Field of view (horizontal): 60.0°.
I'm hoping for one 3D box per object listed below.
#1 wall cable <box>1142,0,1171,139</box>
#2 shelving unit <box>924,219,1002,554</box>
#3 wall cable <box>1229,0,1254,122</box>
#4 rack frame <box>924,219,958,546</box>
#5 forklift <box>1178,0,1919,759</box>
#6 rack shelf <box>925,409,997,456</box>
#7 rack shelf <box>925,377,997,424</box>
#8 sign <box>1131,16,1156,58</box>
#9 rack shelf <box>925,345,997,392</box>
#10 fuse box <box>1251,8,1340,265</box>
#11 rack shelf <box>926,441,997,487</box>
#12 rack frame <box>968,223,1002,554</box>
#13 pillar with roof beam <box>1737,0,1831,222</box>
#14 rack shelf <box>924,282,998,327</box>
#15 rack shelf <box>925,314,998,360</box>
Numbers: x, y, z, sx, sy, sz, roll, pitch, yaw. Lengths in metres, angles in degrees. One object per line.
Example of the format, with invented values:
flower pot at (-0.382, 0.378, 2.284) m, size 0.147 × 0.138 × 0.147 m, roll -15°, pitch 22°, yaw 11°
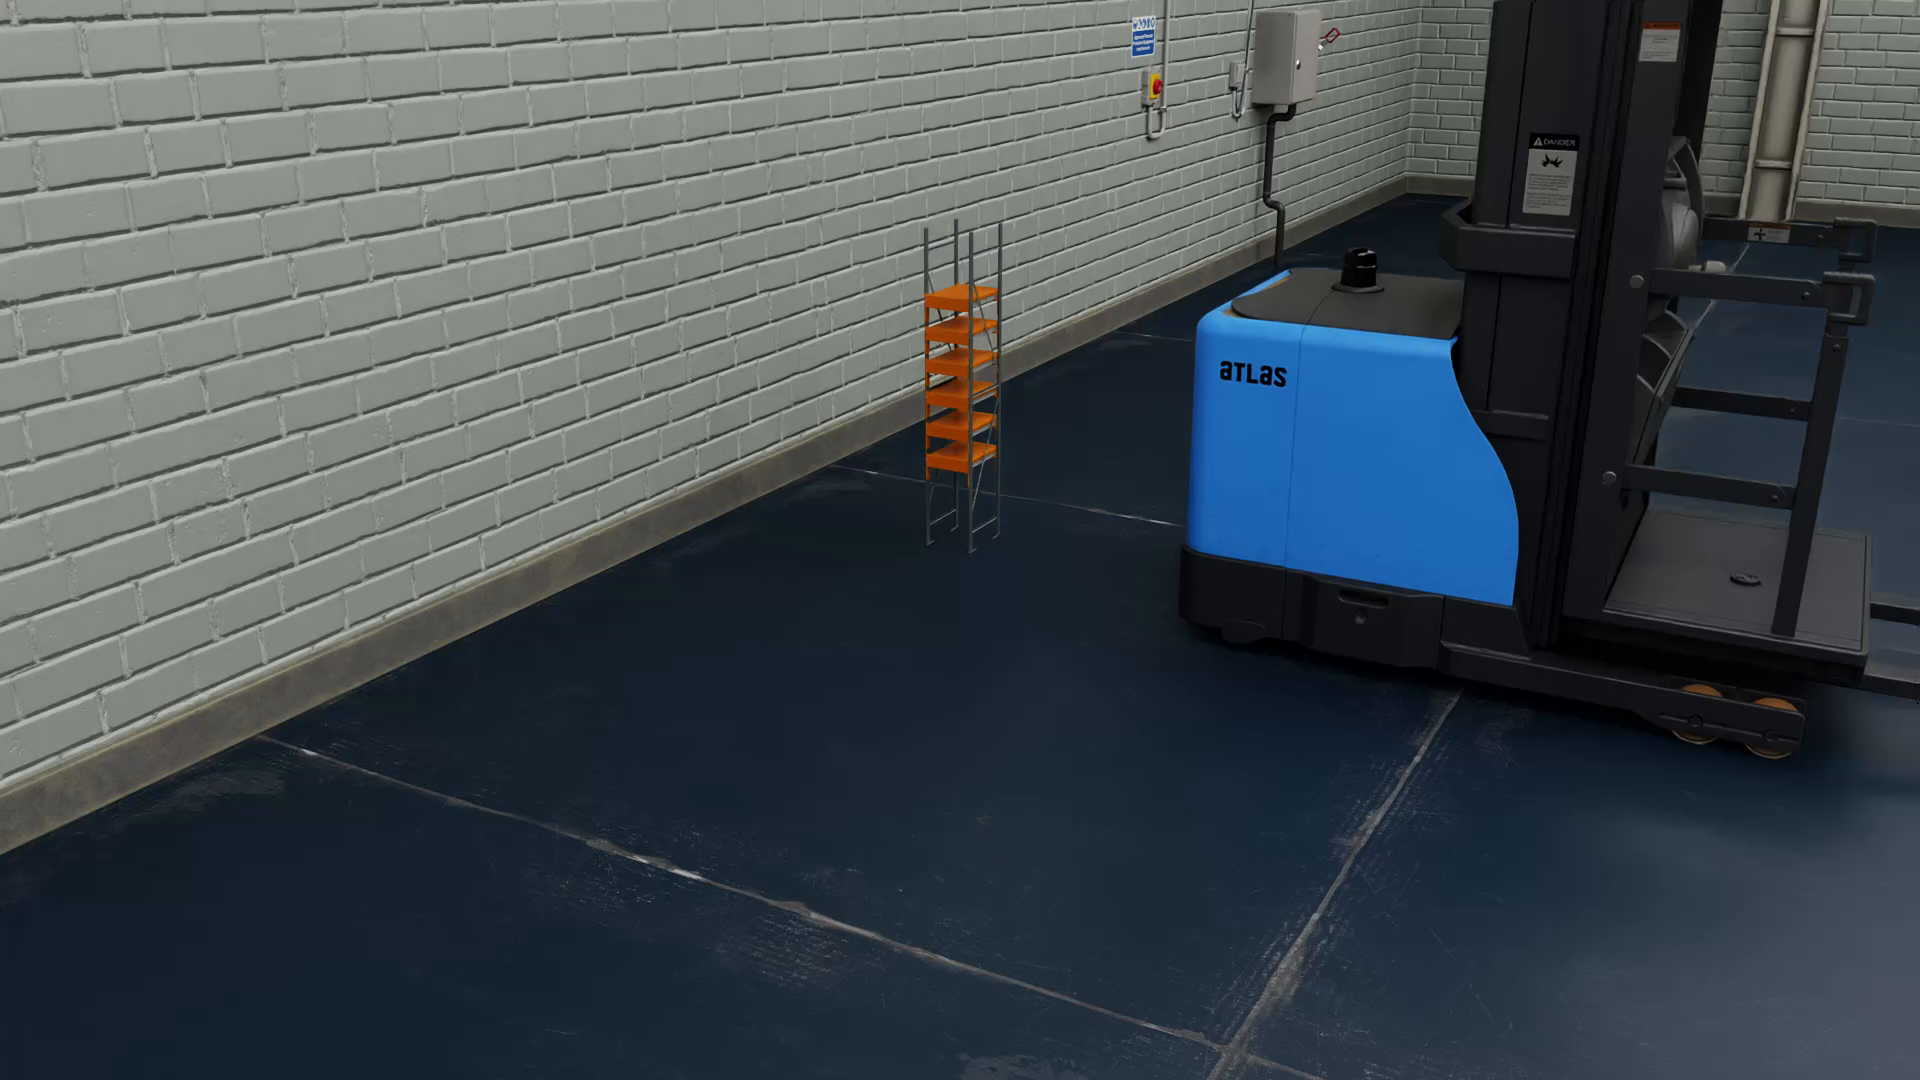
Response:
wall cable at (1.126, -3.246, 9.379) m, size 0.123 × 1.953 × 0.585 m, roll 11°, pitch 23°, yaw 27°
shelving unit at (0.013, -0.562, 6.154) m, size 0.189 × 1.200 × 0.258 m, roll 11°, pitch 23°, yaw 27°
wall cable at (1.807, -3.655, 10.554) m, size 0.122 × 1.984 × 0.588 m, roll 11°, pitch 23°, yaw 27°
rack frame at (-0.067, -0.577, 6.196) m, size 0.006 × 1.200 × 0.240 m, roll 11°, pitch 23°, yaw 27°
forklift at (2.268, -0.970, 4.742) m, size 3.031 × 2.935 × 1.130 m, roll 10°, pitch 22°, yaw 26°
rack shelf at (0.013, -0.407, 6.210) m, size 0.180 × 0.103 × 0.258 m, roll 11°, pitch 23°, yaw 27°
rack shelf at (0.013, -0.520, 6.169) m, size 0.180 × 0.103 × 0.258 m, roll 11°, pitch 23°, yaw 27°
sign at (1.049, -2.877, 9.500) m, size 0.001 × 0.218 × 0.327 m, roll 11°, pitch 23°, yaw 27°
rack shelf at (0.013, -0.633, 6.128) m, size 0.180 × 0.103 × 0.258 m, roll 11°, pitch 23°, yaw 27°
fuse box at (2.278, -2.749, 11.434) m, size 0.414 × 1.711 × 0.539 m, roll 11°, pitch 23°, yaw 27°
rack shelf at (0.013, -0.294, 6.251) m, size 0.180 × 0.103 × 0.258 m, roll 11°, pitch 23°, yaw 27°
rack frame at (0.093, -0.546, 6.112) m, size 0.006 × 1.200 × 0.240 m, roll 11°, pitch 23°, yaw 27°
pillar with roof beam at (4.464, -5.557, 8.487) m, size 0.400 × 9.000 × 9.100 m, roll 11°, pitch 23°, yaw 27°
rack shelf at (0.013, -0.858, 6.046) m, size 0.180 × 0.103 × 0.258 m, roll 11°, pitch 23°, yaw 27°
rack shelf at (0.013, -0.745, 6.087) m, size 0.180 × 0.103 × 0.258 m, roll 11°, pitch 23°, yaw 27°
